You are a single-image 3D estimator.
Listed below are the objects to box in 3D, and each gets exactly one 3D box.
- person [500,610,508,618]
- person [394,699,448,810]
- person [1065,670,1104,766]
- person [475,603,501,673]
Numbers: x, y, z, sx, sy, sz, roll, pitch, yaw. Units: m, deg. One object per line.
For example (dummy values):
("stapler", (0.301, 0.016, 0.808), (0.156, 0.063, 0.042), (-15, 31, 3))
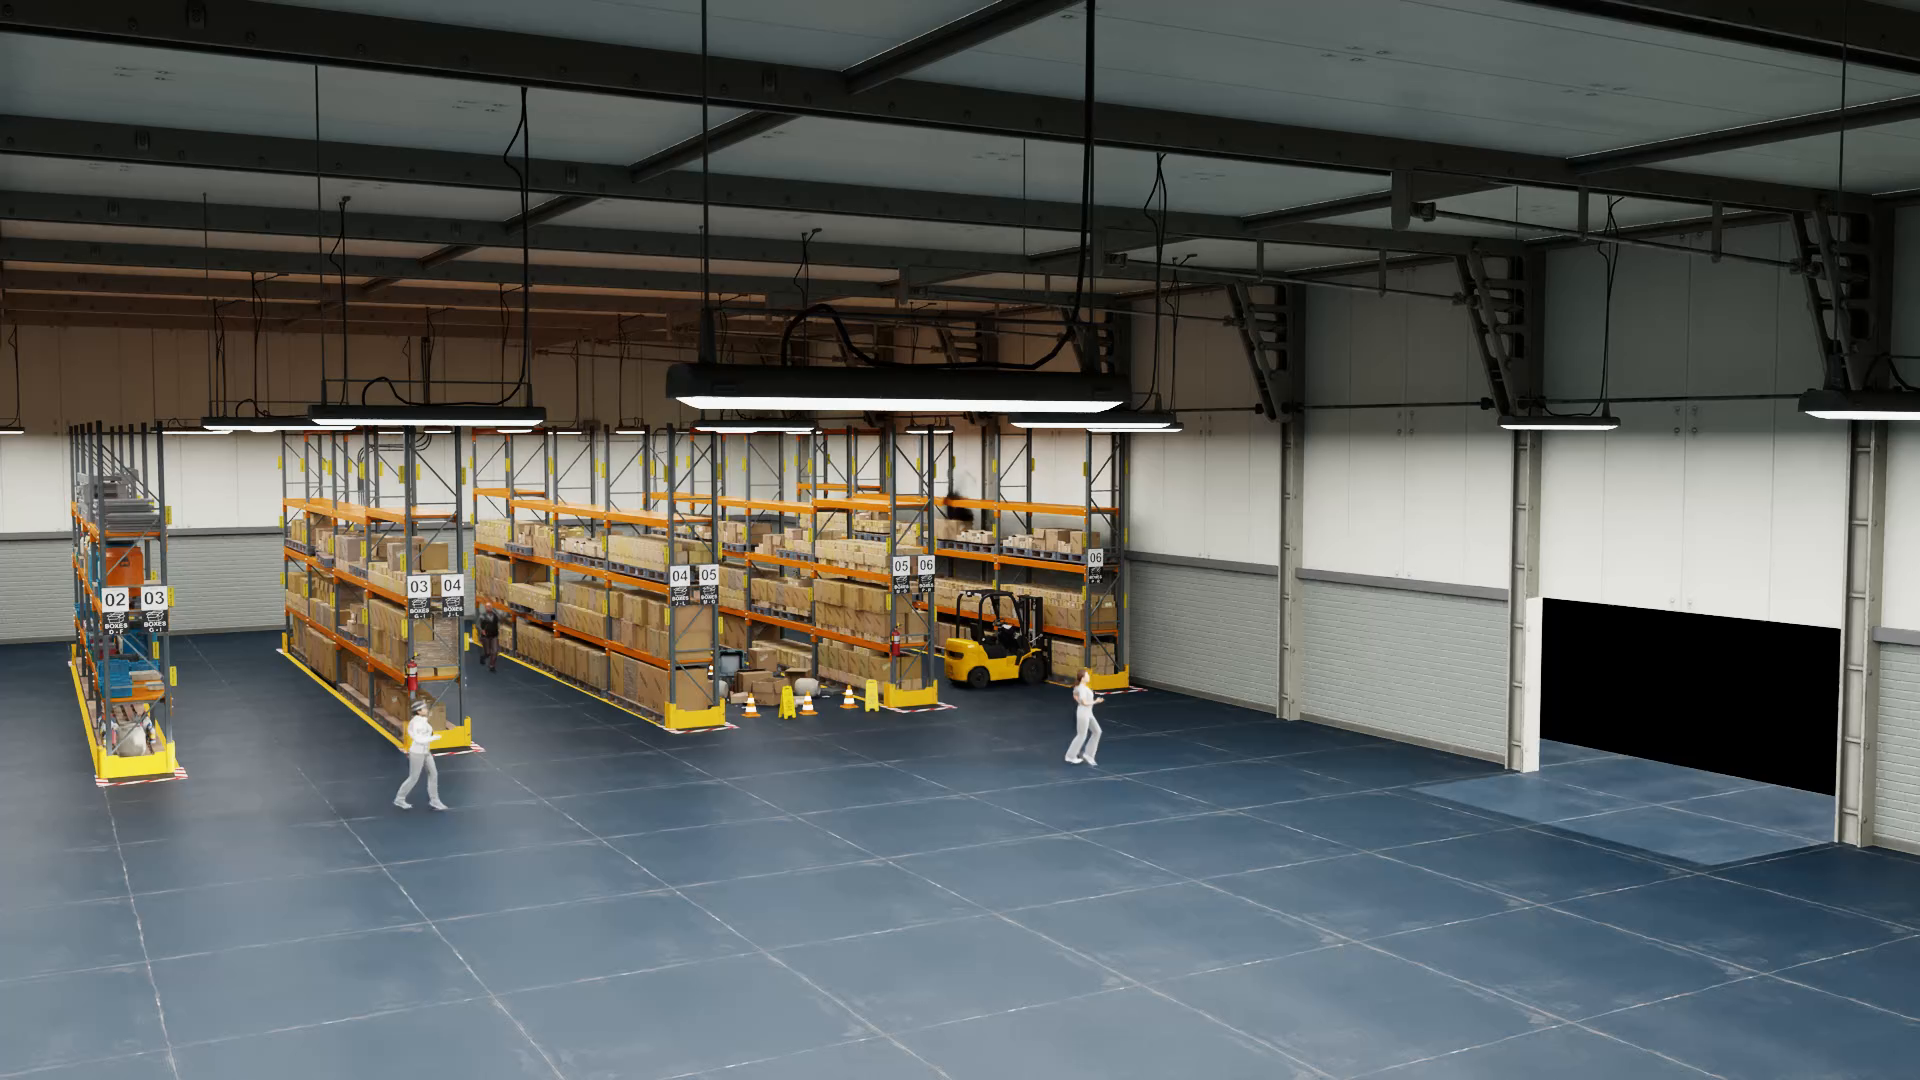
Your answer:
("person", (-13.109, 1.958, 48.385), (0.682, 1.589, 0.528), (-1, 4, -23))
("person", (-8.232, 3.290, 25.364), (0.758, 1.726, 0.547), (0, 4, -6))
("person", (2.175, 3.099, 28.964), (0.691, 1.705, 0.544), (1, 4, 11))
("person", (-11.493, 2.374, 40.623), (0.659, 1.688, 0.765), (-2, 4, -35))
